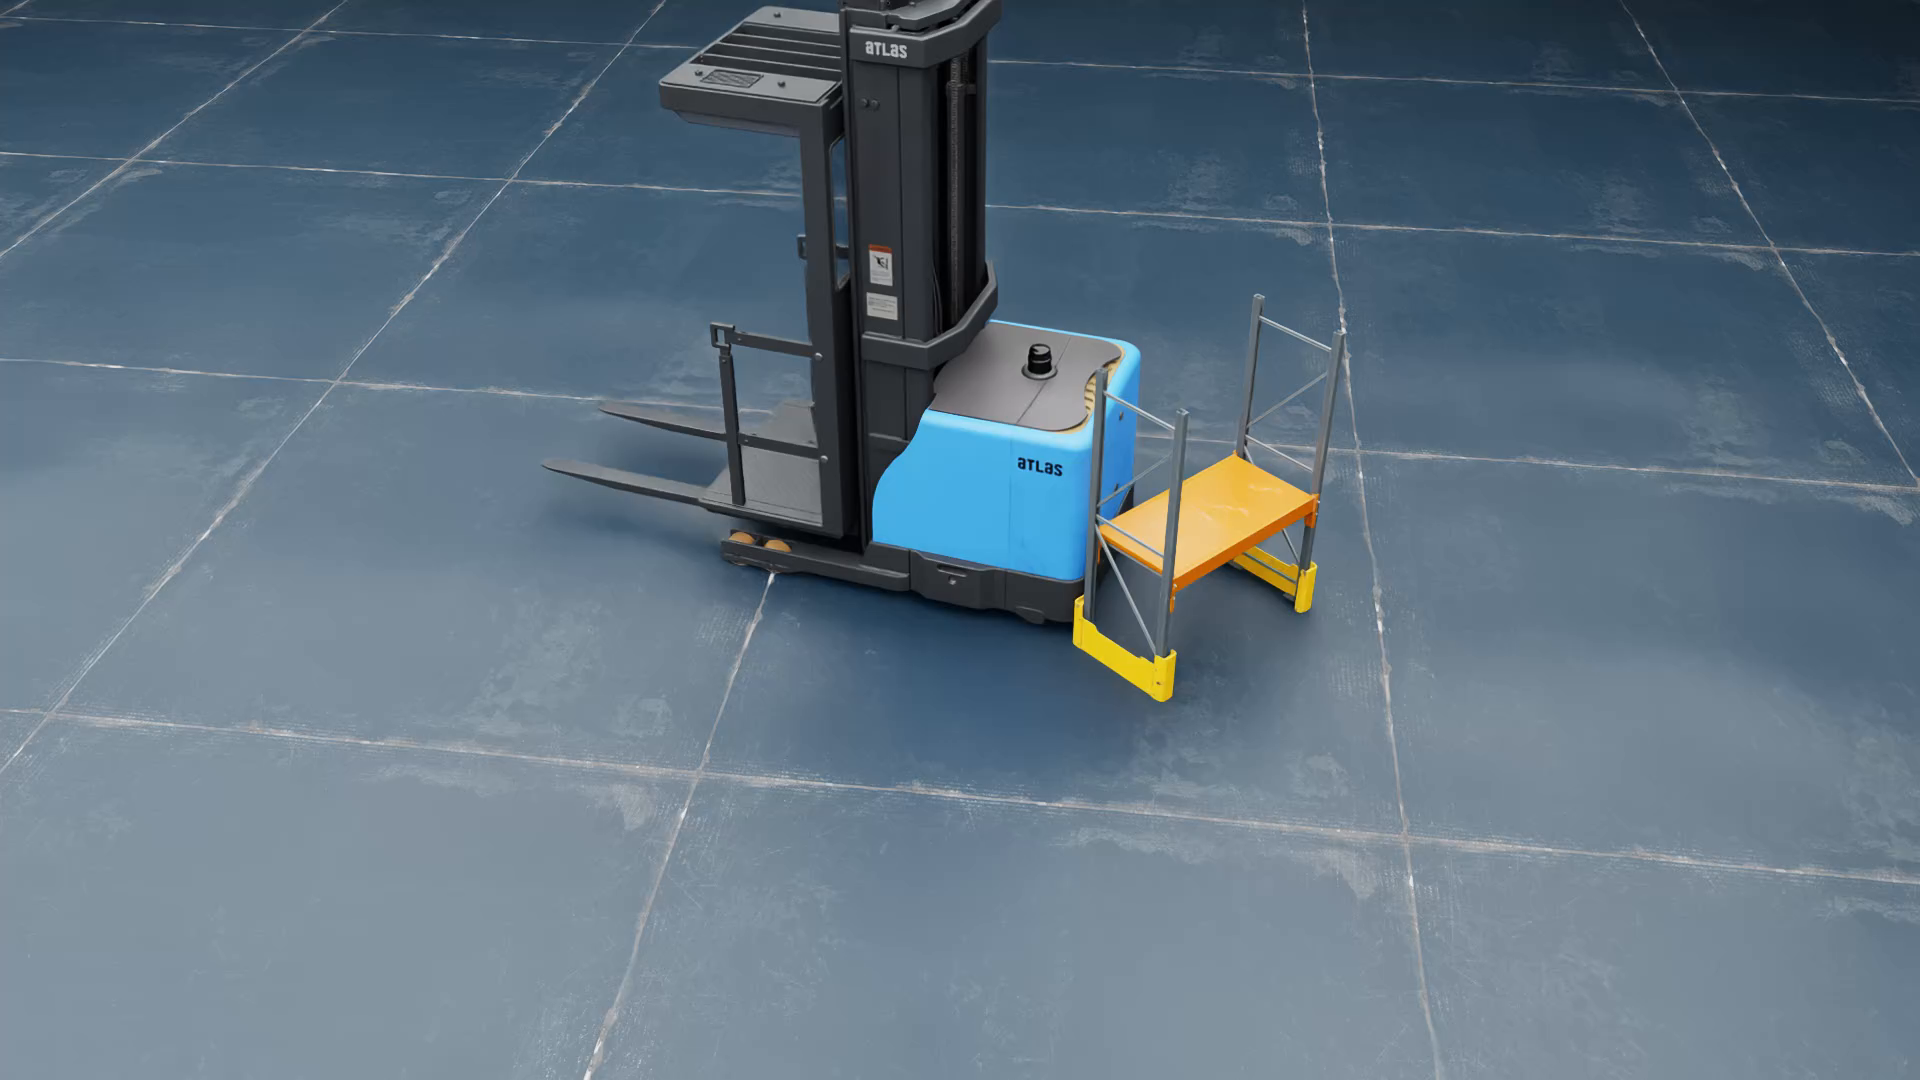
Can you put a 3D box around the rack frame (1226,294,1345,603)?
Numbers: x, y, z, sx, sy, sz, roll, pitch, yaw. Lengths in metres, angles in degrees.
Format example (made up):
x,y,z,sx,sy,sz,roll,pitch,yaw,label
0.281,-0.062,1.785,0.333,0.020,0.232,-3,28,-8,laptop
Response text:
x,y,z,sx,sy,sz,roll,pitch,yaw,label
1.516,-0.401,7.878,0.032,1.500,0.500,-27,44,-33,rack frame

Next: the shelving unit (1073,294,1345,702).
x,y,z,sx,sy,sz,roll,pitch,yaw,label
1.128,-0.202,7.599,1.083,1.500,0.587,-27,44,-33,shelving unit

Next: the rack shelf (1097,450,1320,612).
x,y,z,sx,sy,sz,roll,pitch,yaw,label
1.135,-0.059,7.709,1.000,0.185,0.538,-27,44,-33,rack shelf

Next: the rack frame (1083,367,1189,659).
x,y,z,sx,sy,sz,roll,pitch,yaw,label
0.753,-0.010,7.330,0.032,1.500,0.500,-27,44,-33,rack frame

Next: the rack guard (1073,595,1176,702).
x,y,z,sx,sy,sz,roll,pitch,yaw,label
0.754,0.498,7.694,0.087,0.250,0.587,-27,44,-33,rack guard

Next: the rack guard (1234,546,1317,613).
x,y,z,sx,sy,sz,roll,pitch,yaw,label
1.501,0.115,8.231,0.087,0.250,0.587,-27,44,-33,rack guard

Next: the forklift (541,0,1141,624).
x,y,z,sx,sy,sz,roll,pitch,yaw,label
-0.680,-1.302,7.909,3.031,2.935,1.130,12,37,16,forklift
